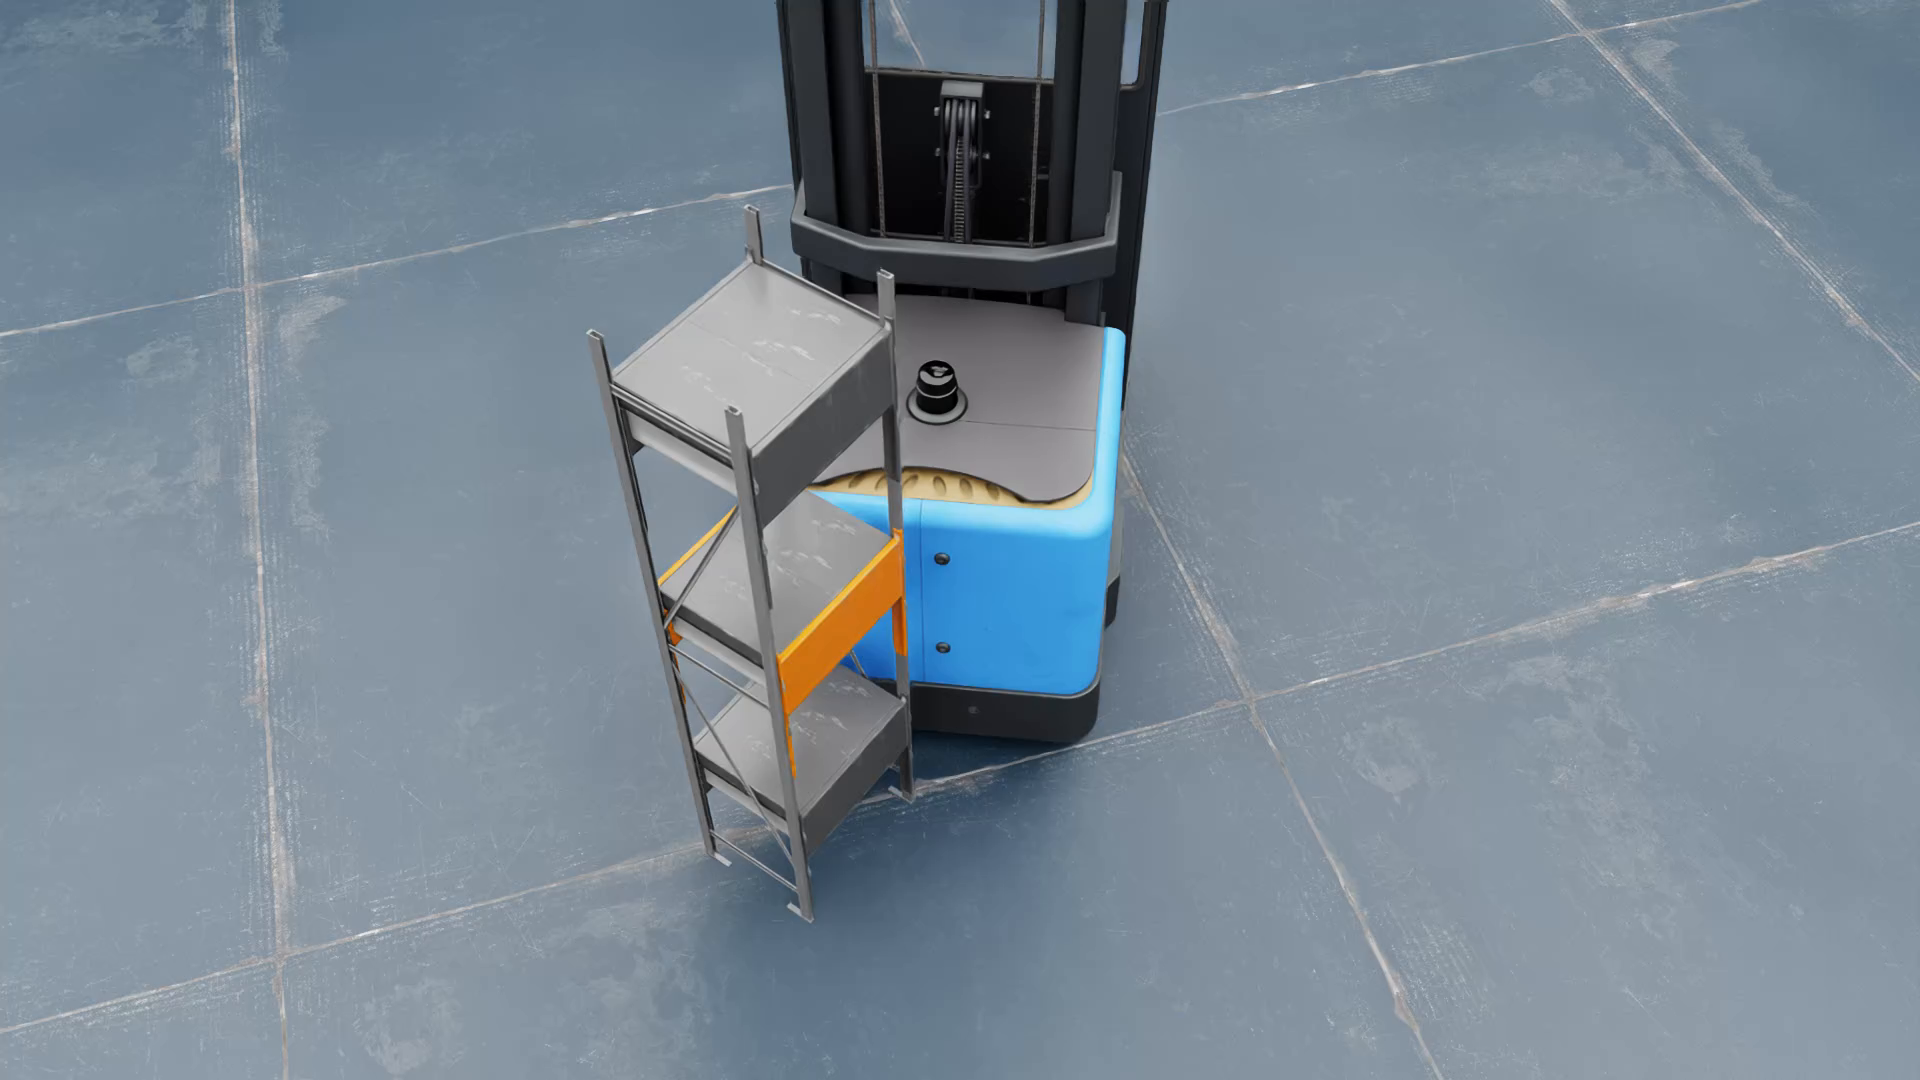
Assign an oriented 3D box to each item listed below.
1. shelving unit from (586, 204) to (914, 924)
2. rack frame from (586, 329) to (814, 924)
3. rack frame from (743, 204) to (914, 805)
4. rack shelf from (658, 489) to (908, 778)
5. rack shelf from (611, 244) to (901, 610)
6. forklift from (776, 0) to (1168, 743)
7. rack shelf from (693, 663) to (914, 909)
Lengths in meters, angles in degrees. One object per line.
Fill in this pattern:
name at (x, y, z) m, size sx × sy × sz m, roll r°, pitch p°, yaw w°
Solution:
shelving unit at (-0.447, 0.190, 4.216) m, size 0.431 × 2.100 × 0.503 m, roll 29°, pitch 56°, yaw 22°
rack frame at (-0.589, 0.342, 4.088) m, size 0.400 × 2.100 × 0.015 m, roll 29°, pitch 56°, yaw 22°
rack frame at (-0.305, 0.039, 4.344) m, size 0.400 × 2.100 × 0.015 m, roll 29°, pitch 56°, yaw 22°
rack shelf at (-0.447, 0.199, 4.226) m, size 0.431 × 0.518 × 0.480 m, roll 29°, pitch 56°, yaw 22°
rack shelf at (-0.446, -0.251, 3.690) m, size 0.431 × 0.518 × 0.480 m, roll 29°, pitch 56°, yaw 22°
forklift at (0.058, -1.459, 5.063) m, size 1.130 × 2.935 × 3.031 m, roll 5°, pitch 50°, yaw 4°
rack shelf at (-0.448, 0.650, 4.762) m, size 0.431 × 0.518 × 0.480 m, roll 29°, pitch 56°, yaw 22°
